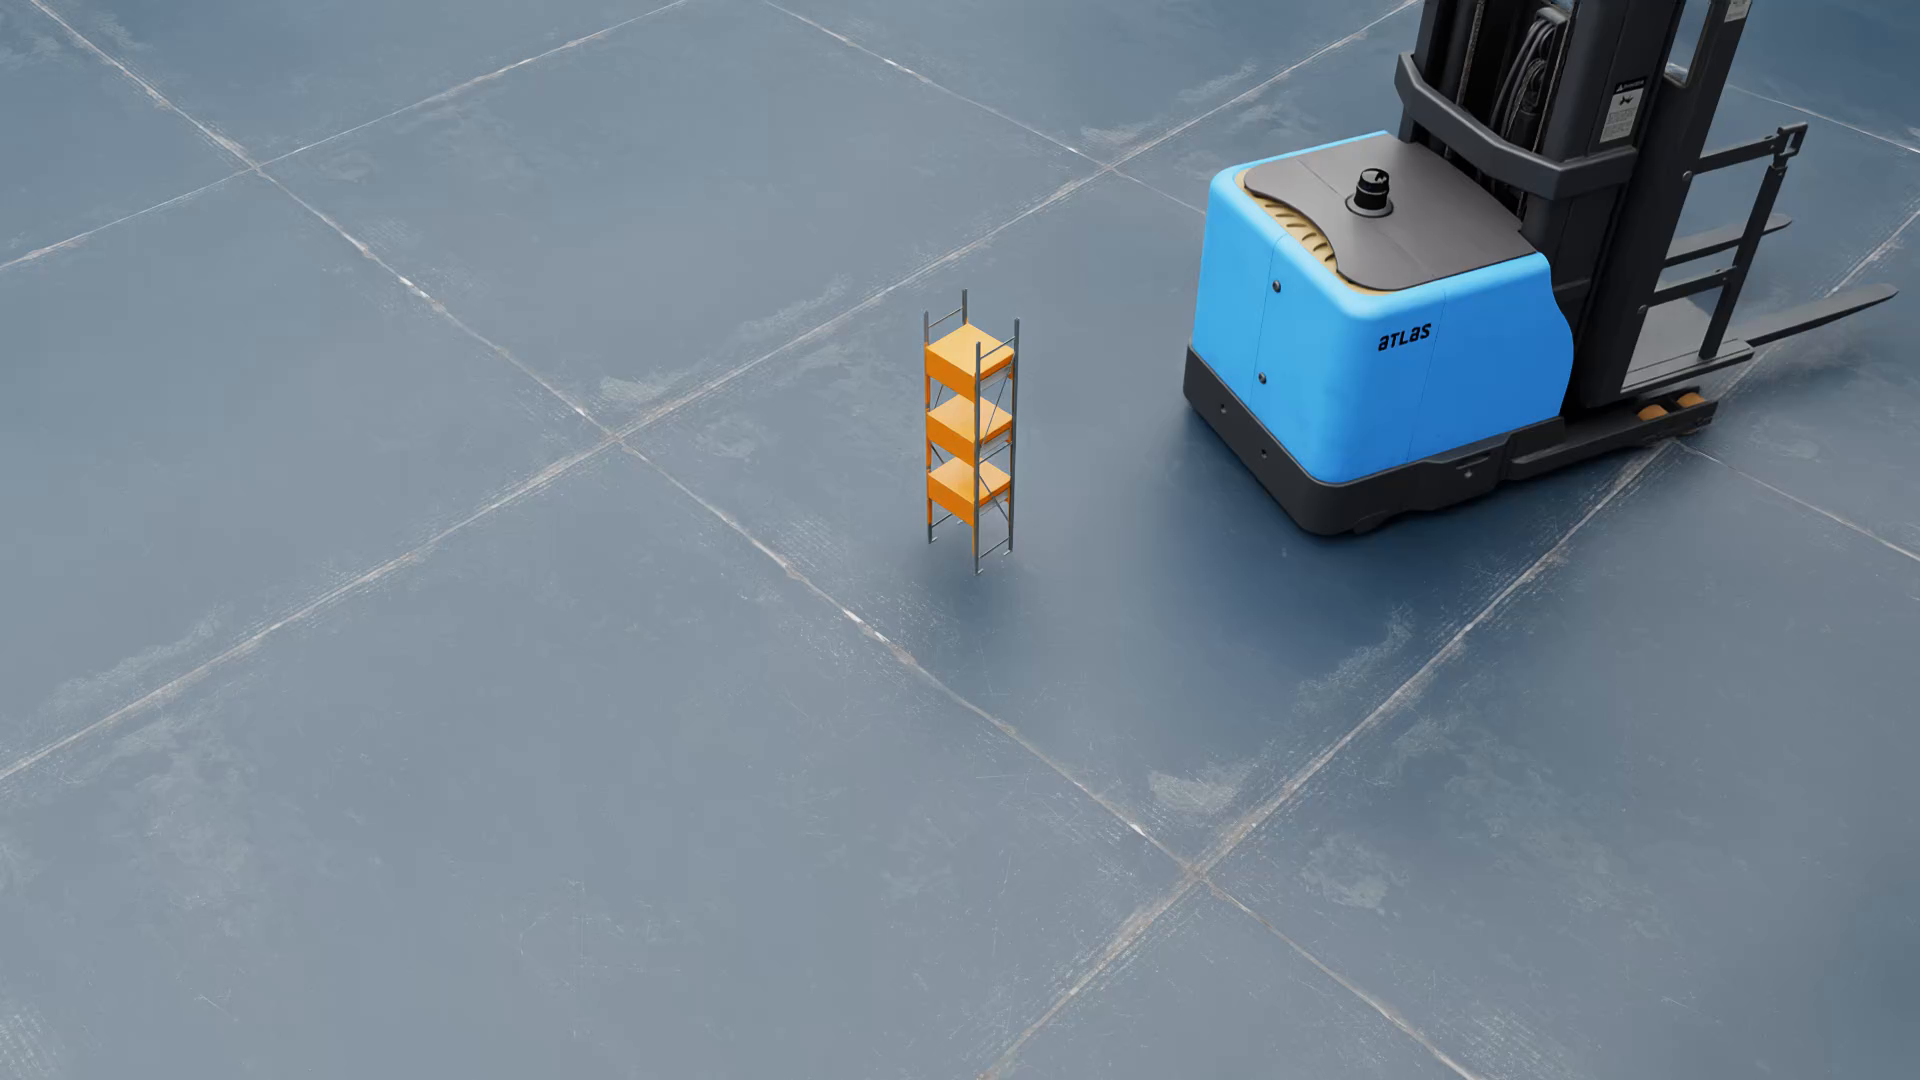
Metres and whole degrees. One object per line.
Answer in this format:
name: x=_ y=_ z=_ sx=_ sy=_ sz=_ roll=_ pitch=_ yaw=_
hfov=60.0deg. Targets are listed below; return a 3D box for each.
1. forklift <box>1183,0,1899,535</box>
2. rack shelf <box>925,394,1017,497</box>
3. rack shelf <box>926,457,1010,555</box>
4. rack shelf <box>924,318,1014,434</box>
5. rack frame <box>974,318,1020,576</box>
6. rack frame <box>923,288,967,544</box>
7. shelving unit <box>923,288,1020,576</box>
forklift: x=2.474 y=-1.761 z=5.997 sx=3.031 sy=2.935 sz=1.130 roll=-17 pitch=45 yaw=-17
rack shelf: x=0.038 y=-0.352 z=5.873 sx=0.215 sy=0.259 sz=0.240 roll=-34 pitch=53 yaw=-31
rack shelf: x=0.038 y=-0.148 z=6.062 sx=0.215 sy=0.259 sz=0.240 roll=-34 pitch=53 yaw=-31
rack shelf: x=0.038 y=-0.561 z=5.680 sx=0.215 sy=0.259 sz=0.240 roll=-34 pitch=53 yaw=-31
rack frame: x=0.124 y=-0.301 z=5.802 sx=0.200 sy=1.050 sz=0.008 roll=-34 pitch=53 yaw=-31
rack frame: x=-0.048 y=-0.418 z=5.929 sx=0.200 sy=1.050 sz=0.008 roll=-34 pitch=53 yaw=-31
shelving unit: x=0.038 y=-0.360 z=5.866 sx=0.215 sy=1.050 sz=0.252 roll=-34 pitch=53 yaw=-31
